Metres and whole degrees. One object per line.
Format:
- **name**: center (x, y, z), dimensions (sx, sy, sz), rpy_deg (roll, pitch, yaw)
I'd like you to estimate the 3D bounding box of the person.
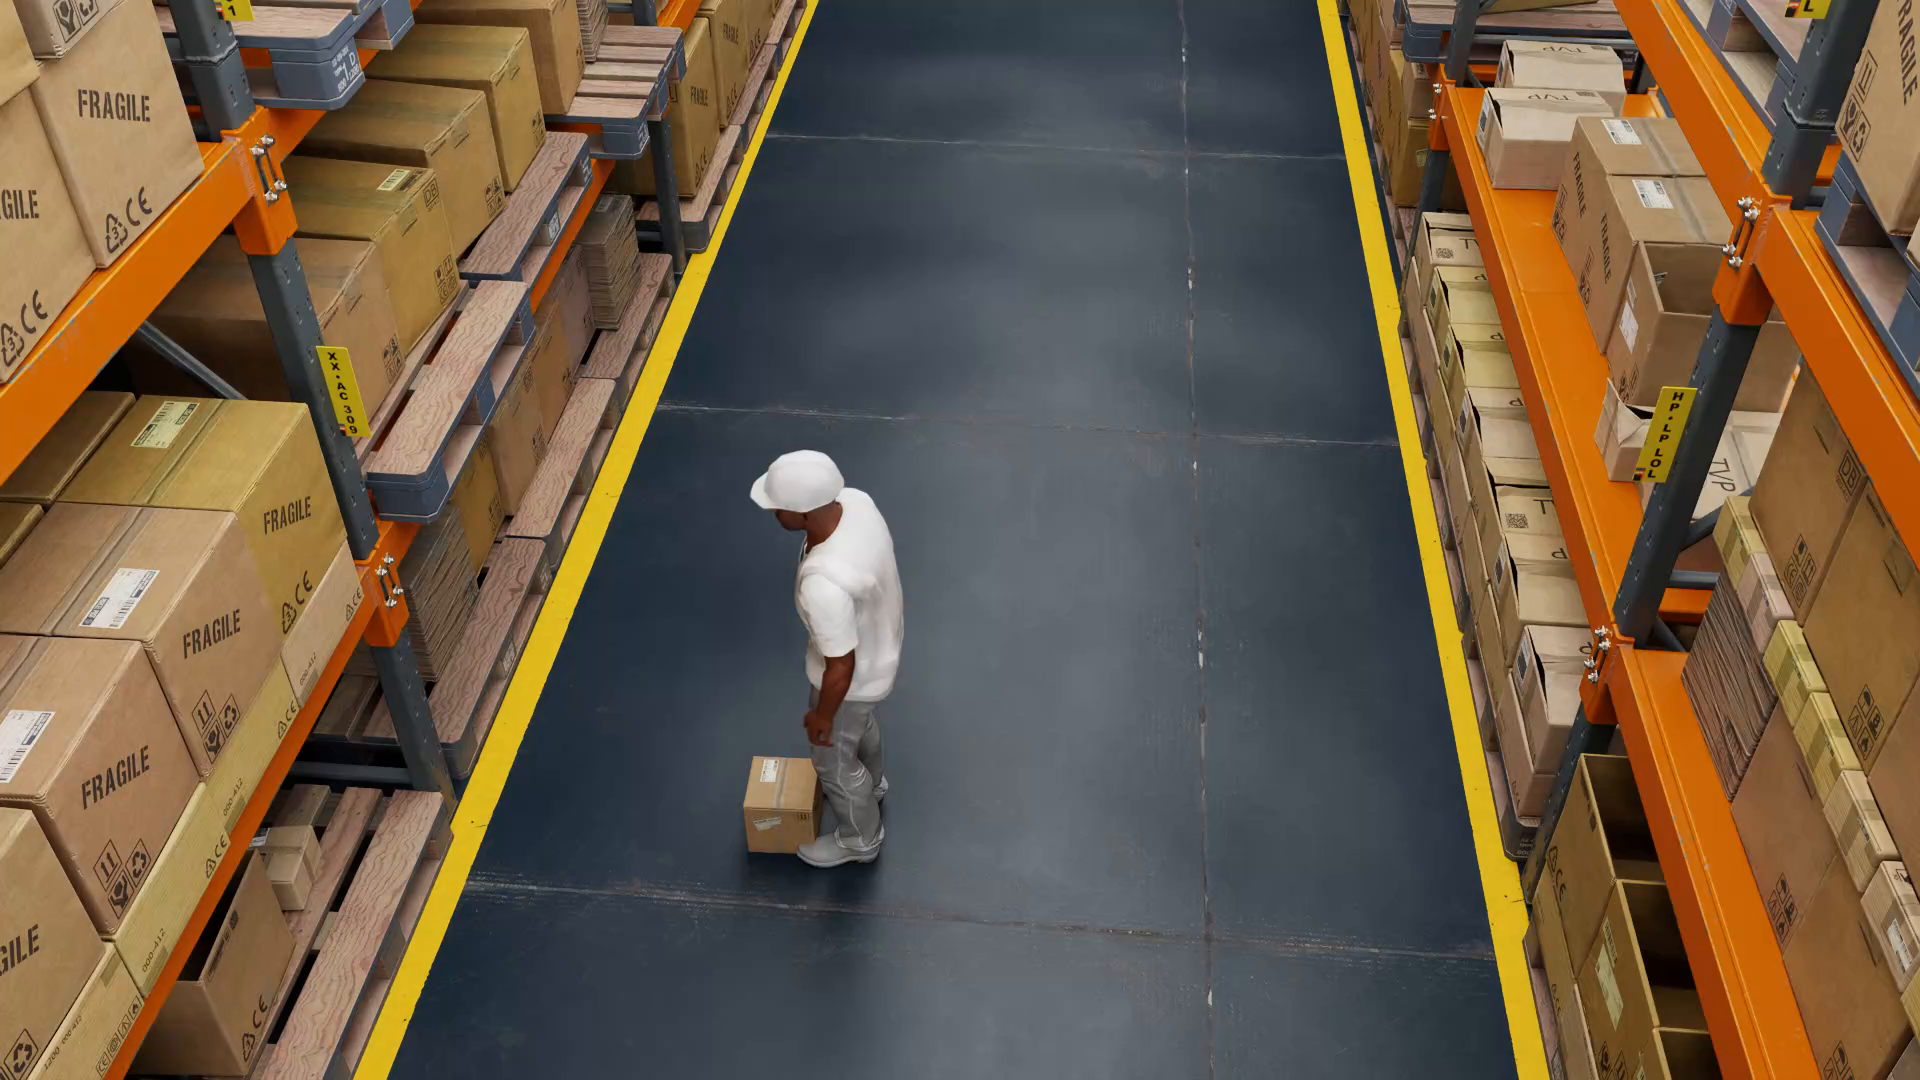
- **person**: center (-0.419, 0.403, 5.659), dimensions (0.461, 1.760, 0.626), rpy_deg (3, 40, 4)
